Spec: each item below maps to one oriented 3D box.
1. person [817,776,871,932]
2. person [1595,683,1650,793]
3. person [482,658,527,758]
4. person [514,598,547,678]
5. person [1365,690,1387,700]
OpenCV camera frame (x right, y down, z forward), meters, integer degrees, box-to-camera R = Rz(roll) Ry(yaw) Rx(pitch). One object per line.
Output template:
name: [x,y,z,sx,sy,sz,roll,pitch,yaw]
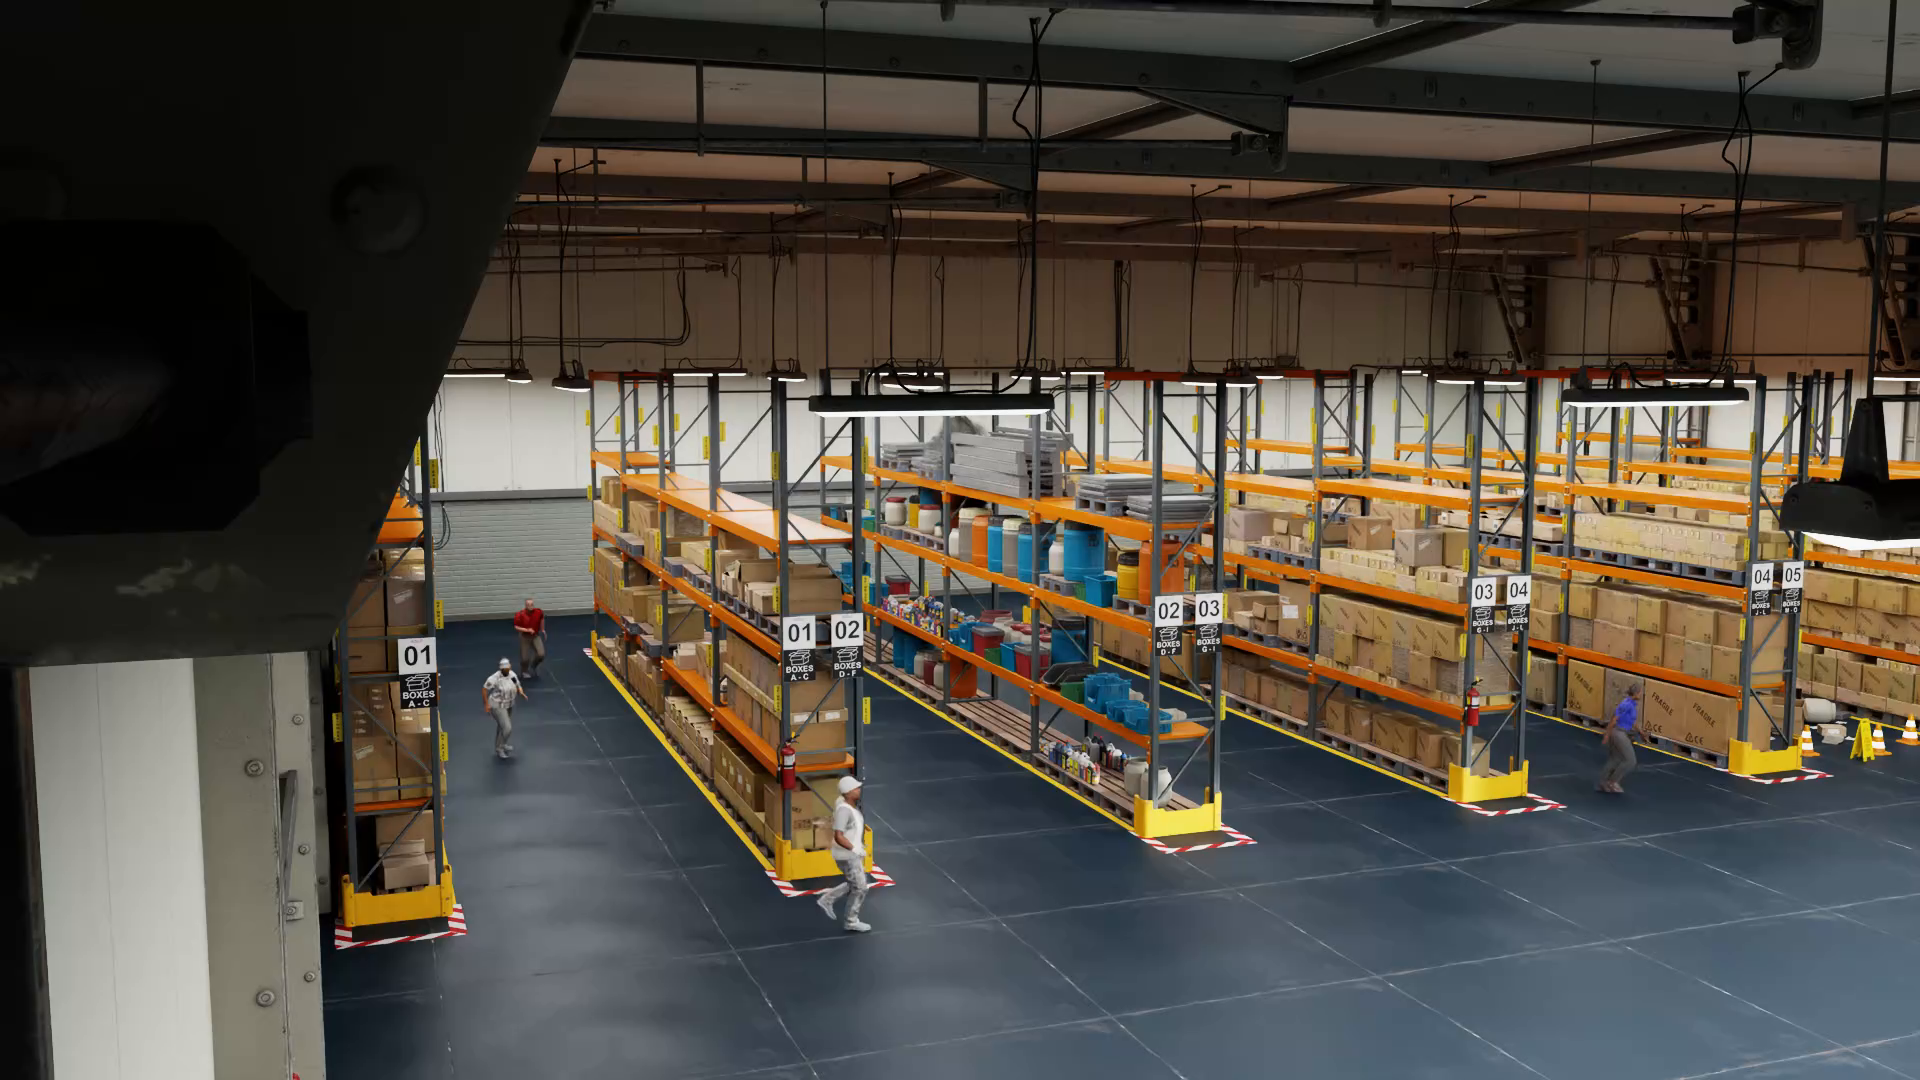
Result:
person: [-1.287,3.445,18.181,0.611,1.751,0.711,0,6,2]
person: [9.580,2.864,23.996,0.687,1.614,0.574,3,7,25]
person: [-7.172,2.651,26.306,0.799,1.640,0.630,3,7,24]
person: [-8.356,1.919,32.370,0.677,1.613,0.858,-4,8,-32]
person: [7.789,2.115,30.761,0.648,1.572,1.115,-1,6,-10]
